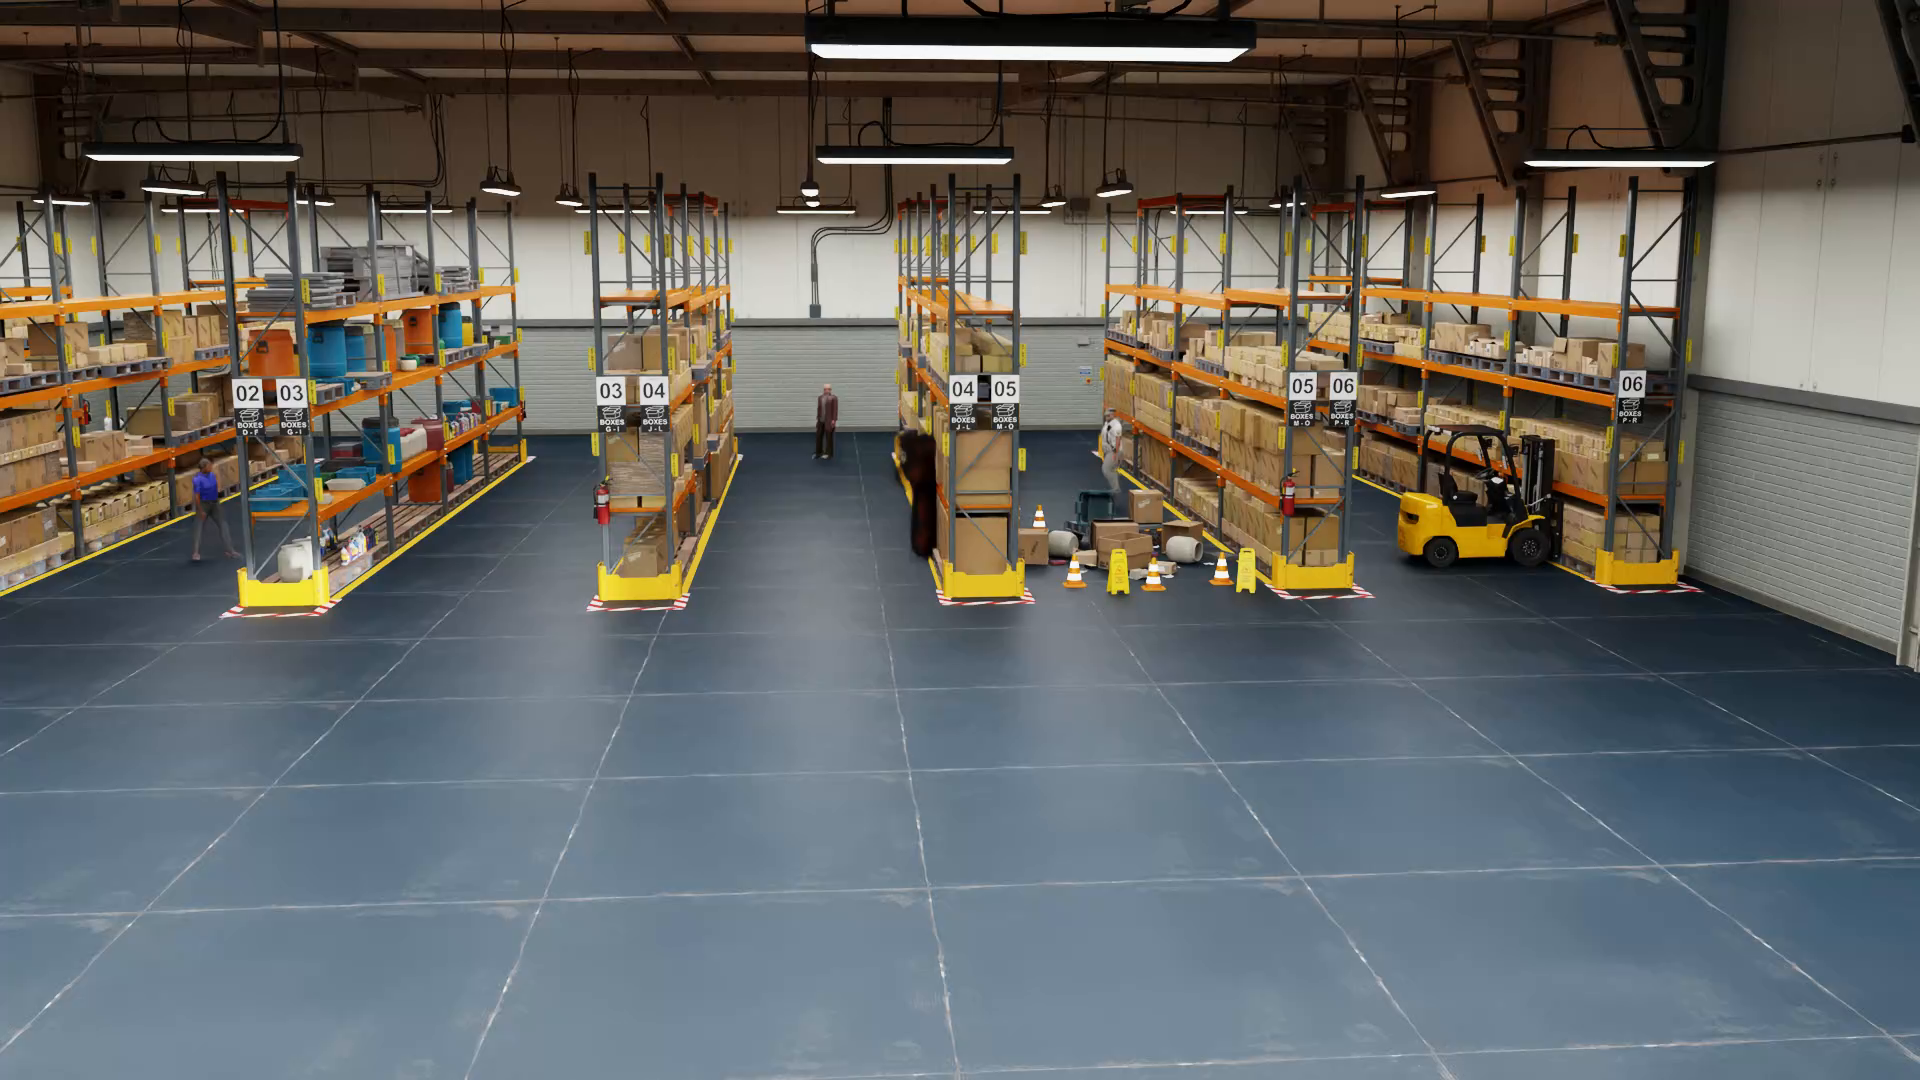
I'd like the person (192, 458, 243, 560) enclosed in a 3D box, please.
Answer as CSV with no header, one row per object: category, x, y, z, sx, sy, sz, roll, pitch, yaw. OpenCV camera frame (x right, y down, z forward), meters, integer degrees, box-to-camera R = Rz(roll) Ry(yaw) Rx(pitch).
person,-12.097,-0.499,26.870,0.560,1.660,0.665,6,12,31

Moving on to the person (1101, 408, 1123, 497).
person,2.922,-1.690,32.196,0.437,1.747,0.552,-2,10,-9

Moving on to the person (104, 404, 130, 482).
person,-18.176,-2.108,35.877,0.357,1.705,0.534,0,10,3

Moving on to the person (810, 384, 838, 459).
person,-3.232,-2.805,39.575,0.627,1.819,0.458,7,12,34
